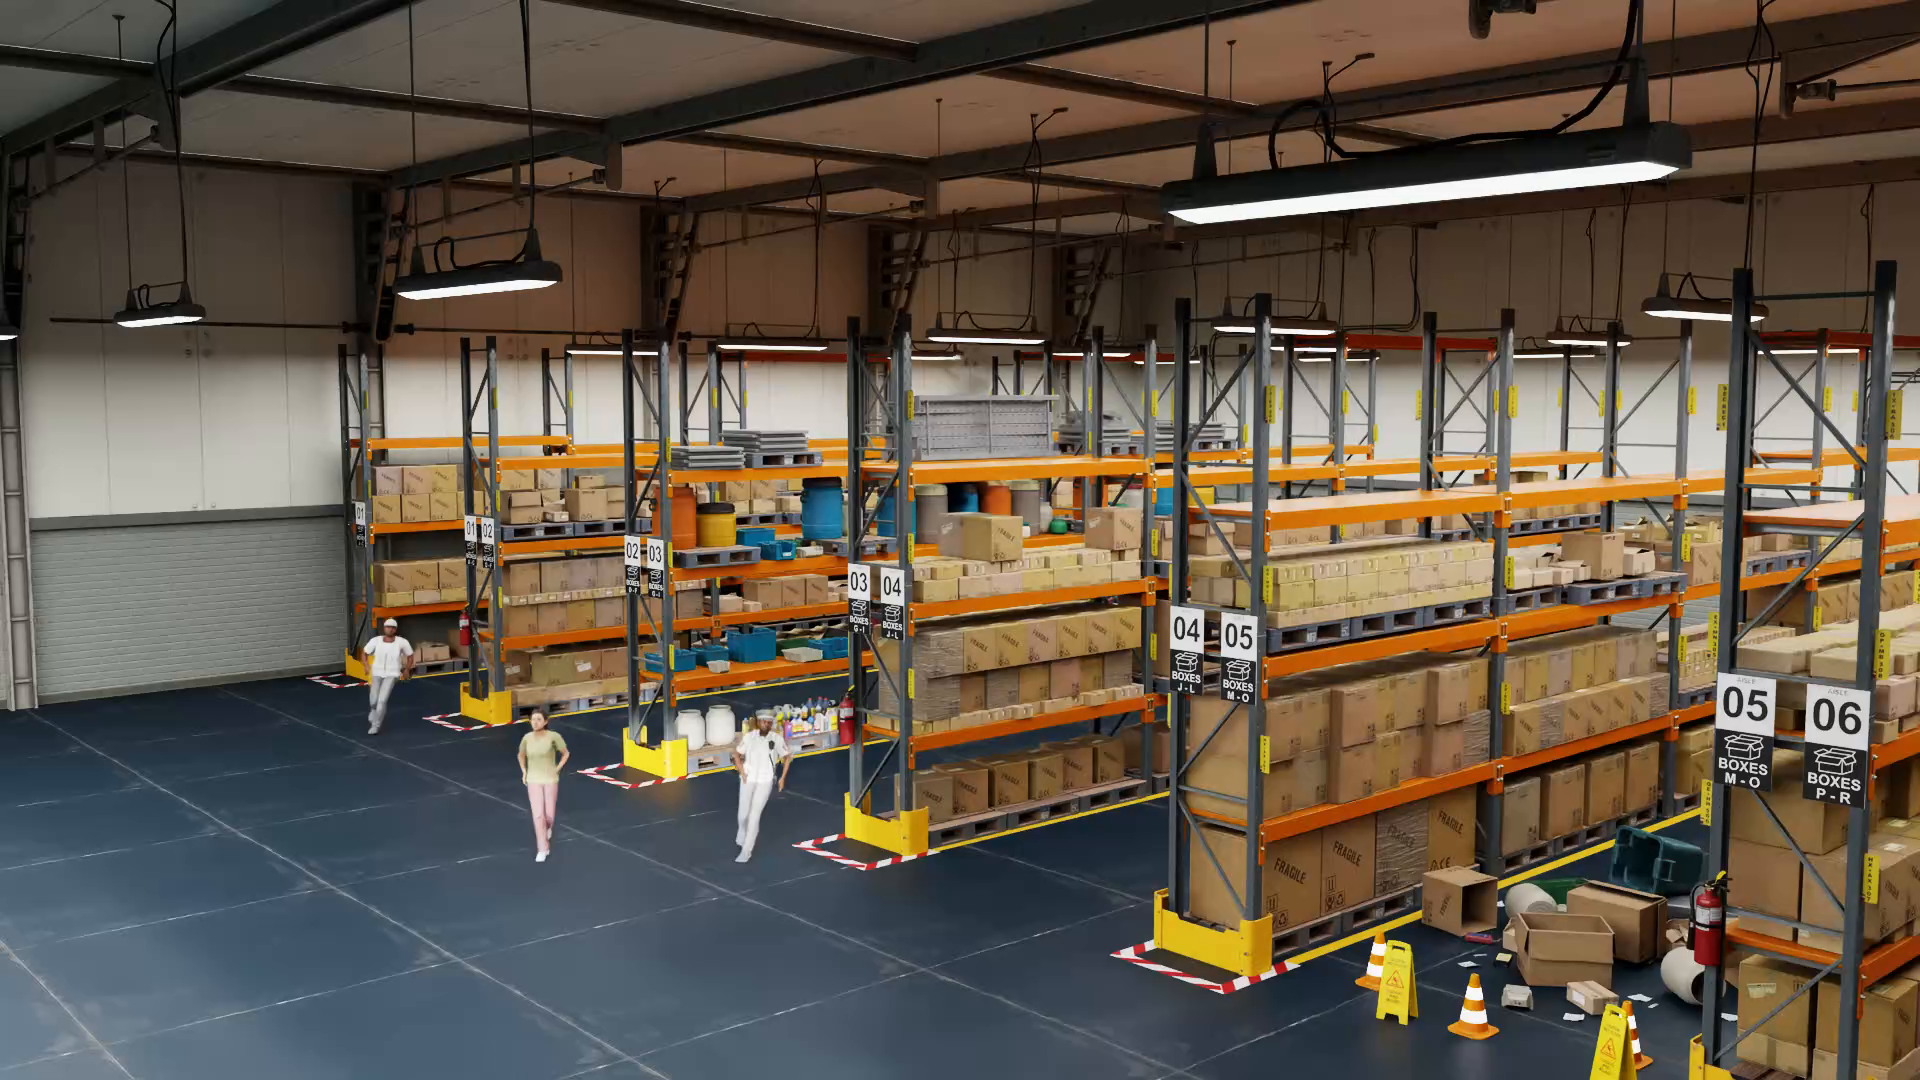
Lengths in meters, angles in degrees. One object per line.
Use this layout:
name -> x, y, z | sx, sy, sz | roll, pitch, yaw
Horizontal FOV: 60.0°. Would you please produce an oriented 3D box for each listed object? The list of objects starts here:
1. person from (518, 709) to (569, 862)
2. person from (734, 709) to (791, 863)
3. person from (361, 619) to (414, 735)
person -> -4.649, 2.697, 18.549 | 0.575, 1.653, 0.687 | 0, 5, -5
person -> -2.213, 2.684, 18.500 | 0.654, 1.655, 0.776 | 0, 5, 1
person -> -8.704, 2.054, 25.277 | 0.758, 1.703, 0.791 | -1, 5, -12
